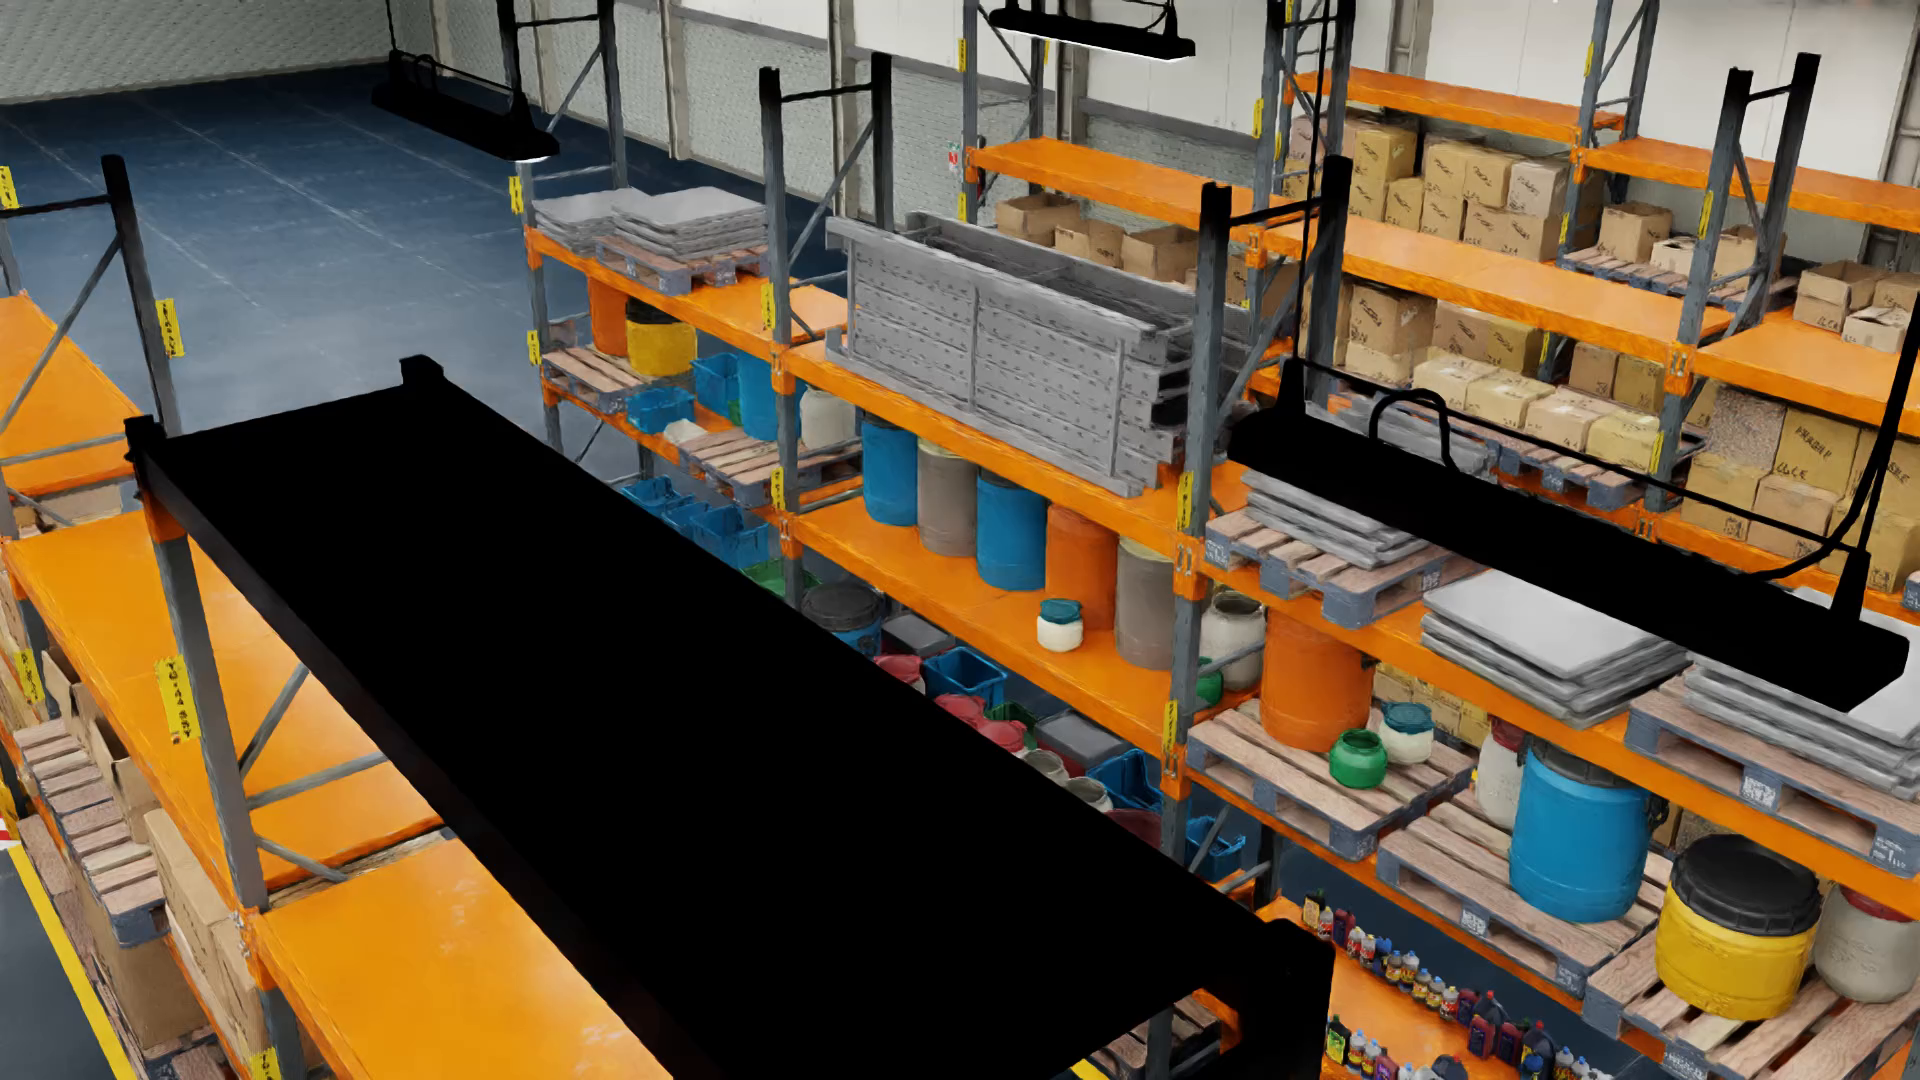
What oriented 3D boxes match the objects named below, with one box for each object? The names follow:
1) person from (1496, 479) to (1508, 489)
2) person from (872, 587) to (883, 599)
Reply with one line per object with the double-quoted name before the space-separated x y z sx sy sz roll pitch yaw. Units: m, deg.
"person" 5.703 -0.753 17.959 0.808 1.607 0.625 16 30 30
"person" -0.515 -0.203 16.693 0.789 1.725 0.678 15 30 28
